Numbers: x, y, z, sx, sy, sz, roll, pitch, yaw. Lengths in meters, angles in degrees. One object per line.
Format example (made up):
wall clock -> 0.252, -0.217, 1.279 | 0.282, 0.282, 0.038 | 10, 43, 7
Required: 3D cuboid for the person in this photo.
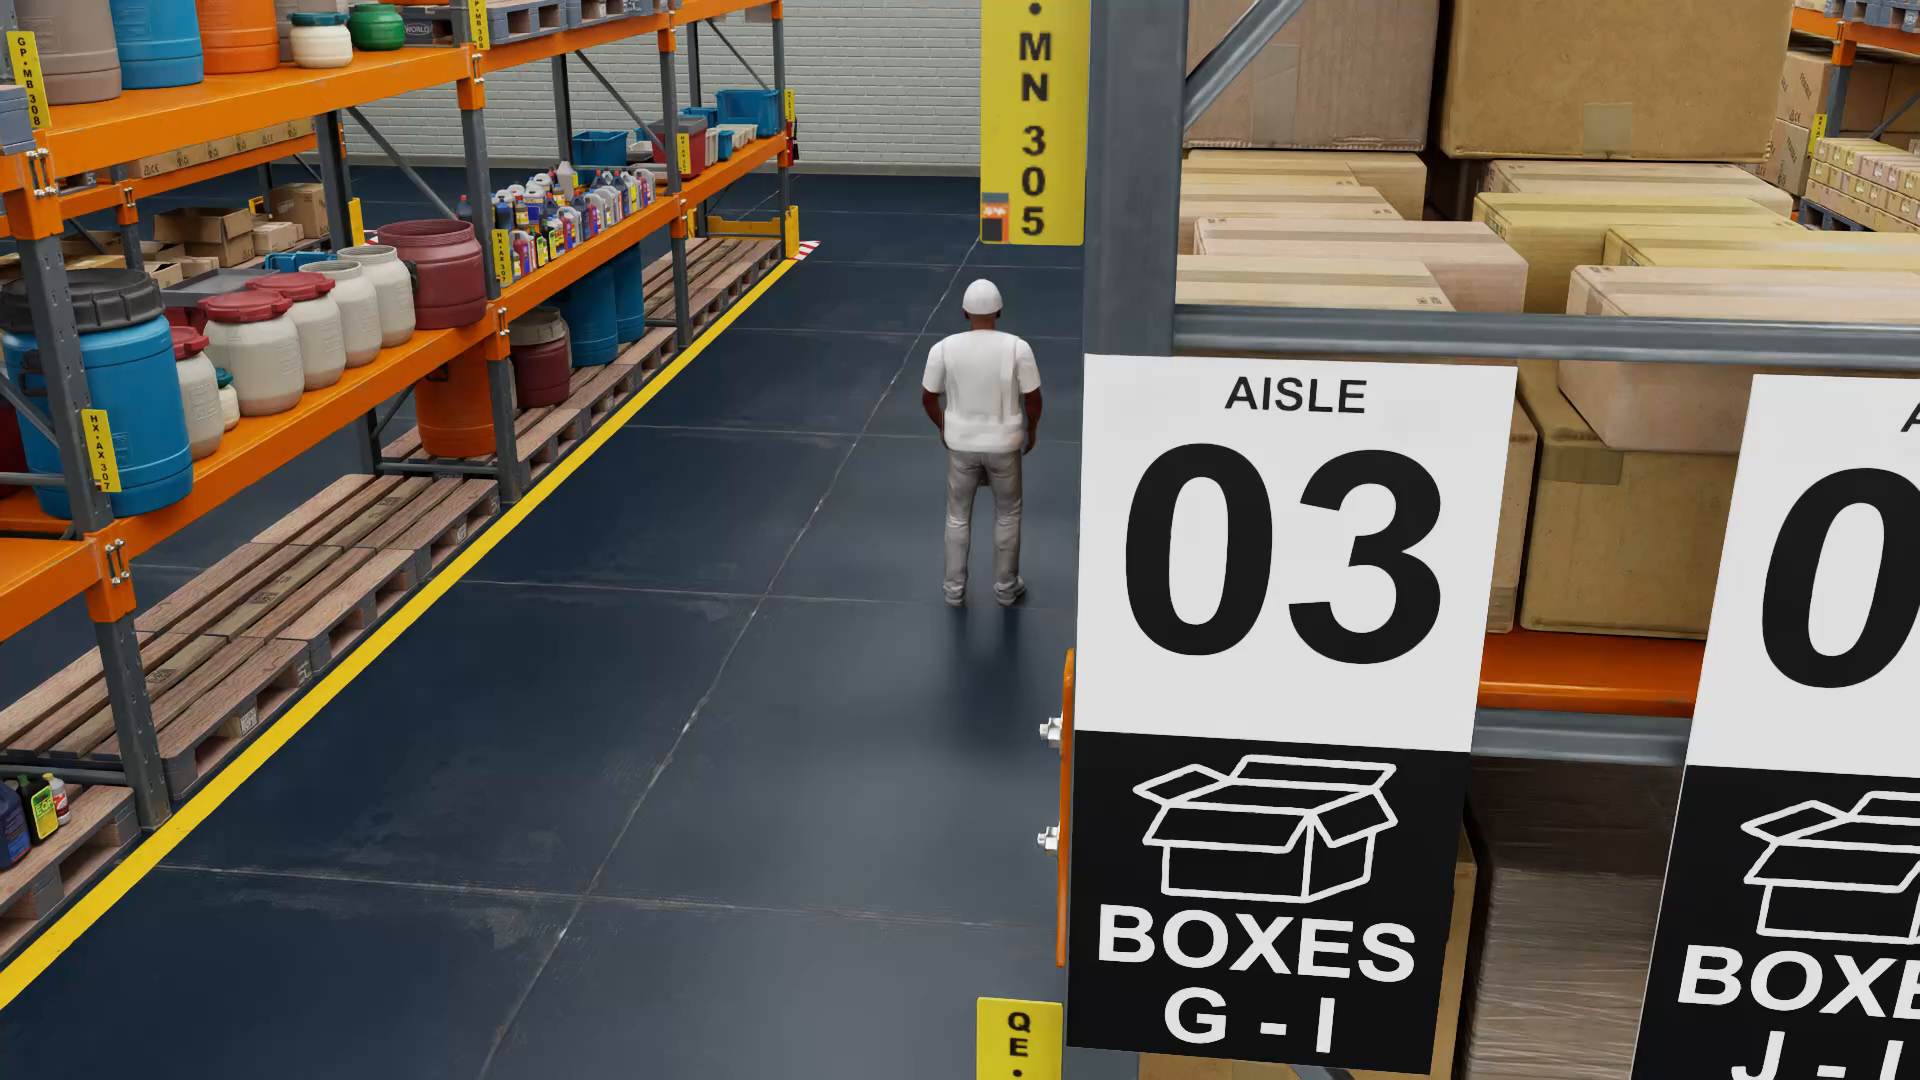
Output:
person -> 0.120, -0.525, 8.928 | 0.636, 1.756, 0.434 | 3, 21, 7
